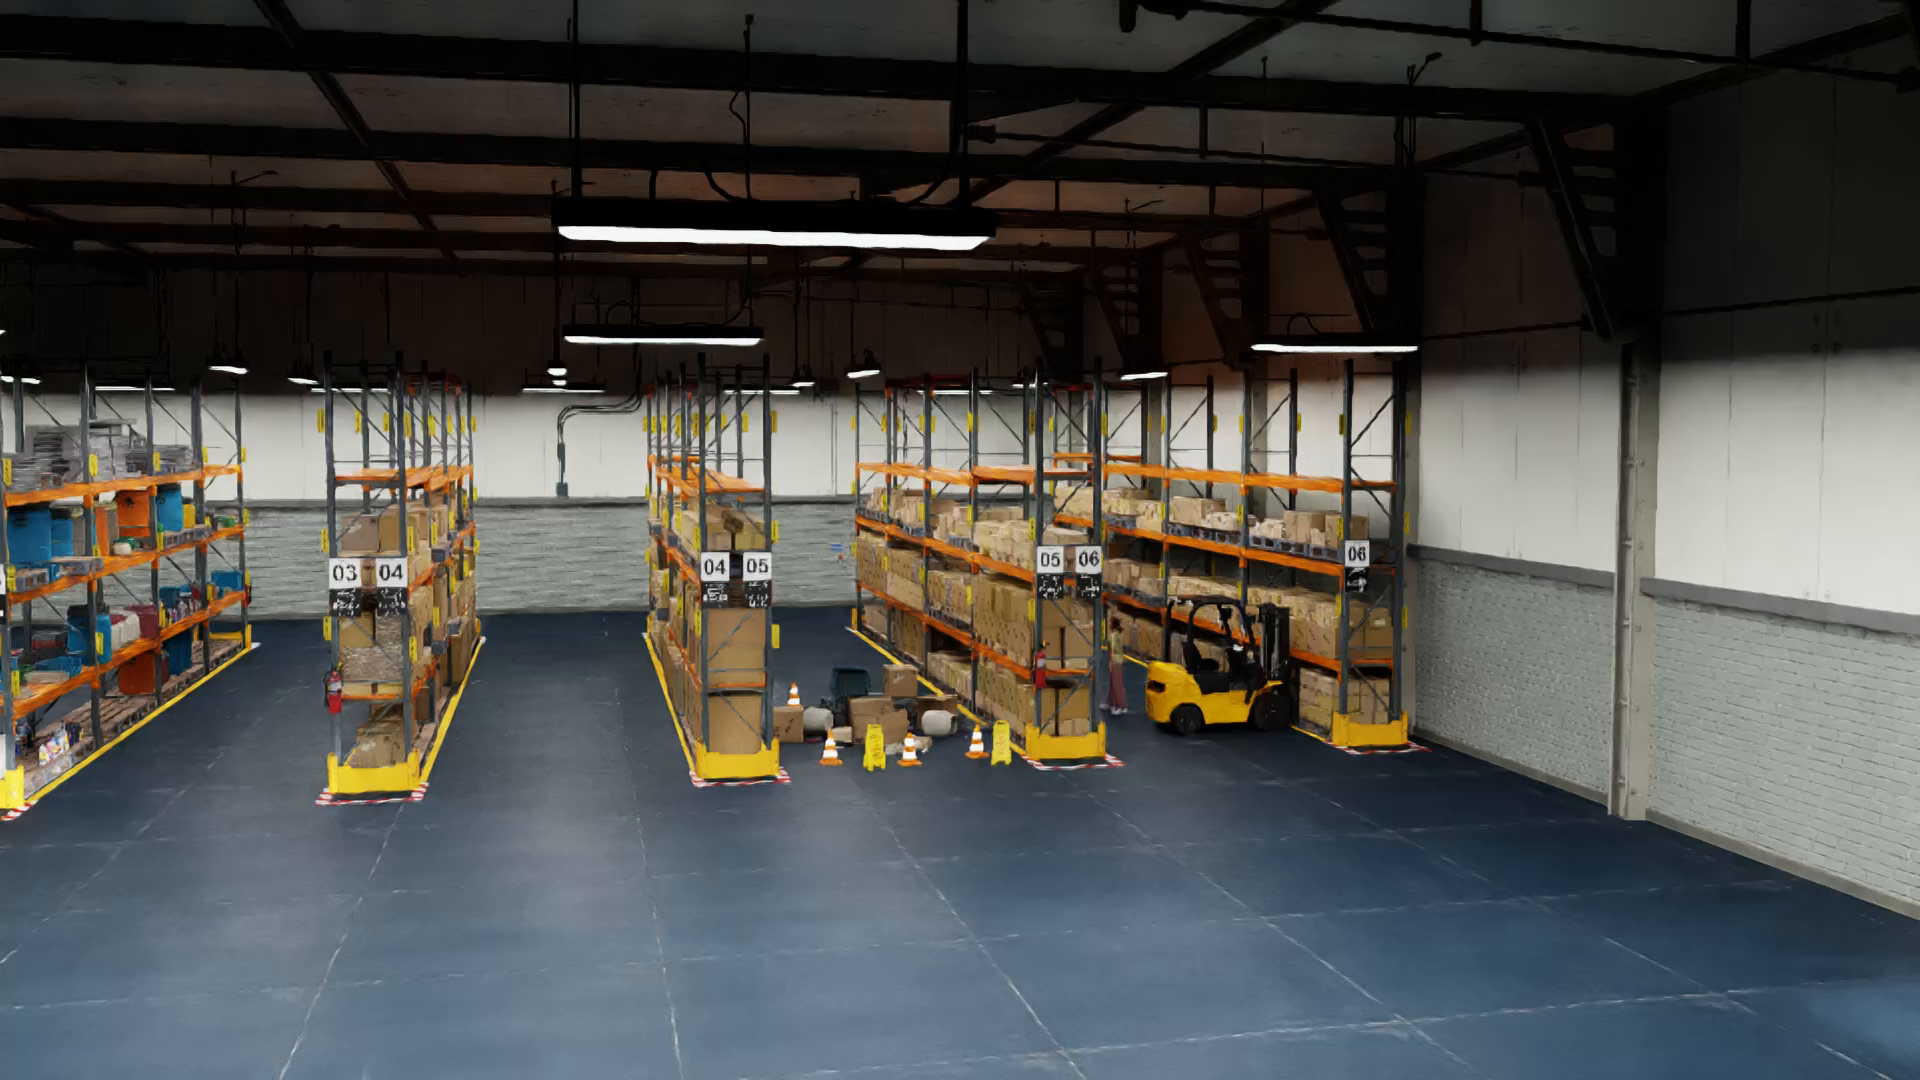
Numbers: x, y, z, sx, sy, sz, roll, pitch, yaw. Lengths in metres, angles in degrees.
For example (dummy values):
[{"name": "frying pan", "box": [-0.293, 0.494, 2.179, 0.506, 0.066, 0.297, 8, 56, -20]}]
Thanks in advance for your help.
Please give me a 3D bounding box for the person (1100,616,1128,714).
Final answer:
[{"name": "person", "box": [2.653, 2.156, 28.818, 0.569, 1.650, 0.560, 1, 4, 18]}]
